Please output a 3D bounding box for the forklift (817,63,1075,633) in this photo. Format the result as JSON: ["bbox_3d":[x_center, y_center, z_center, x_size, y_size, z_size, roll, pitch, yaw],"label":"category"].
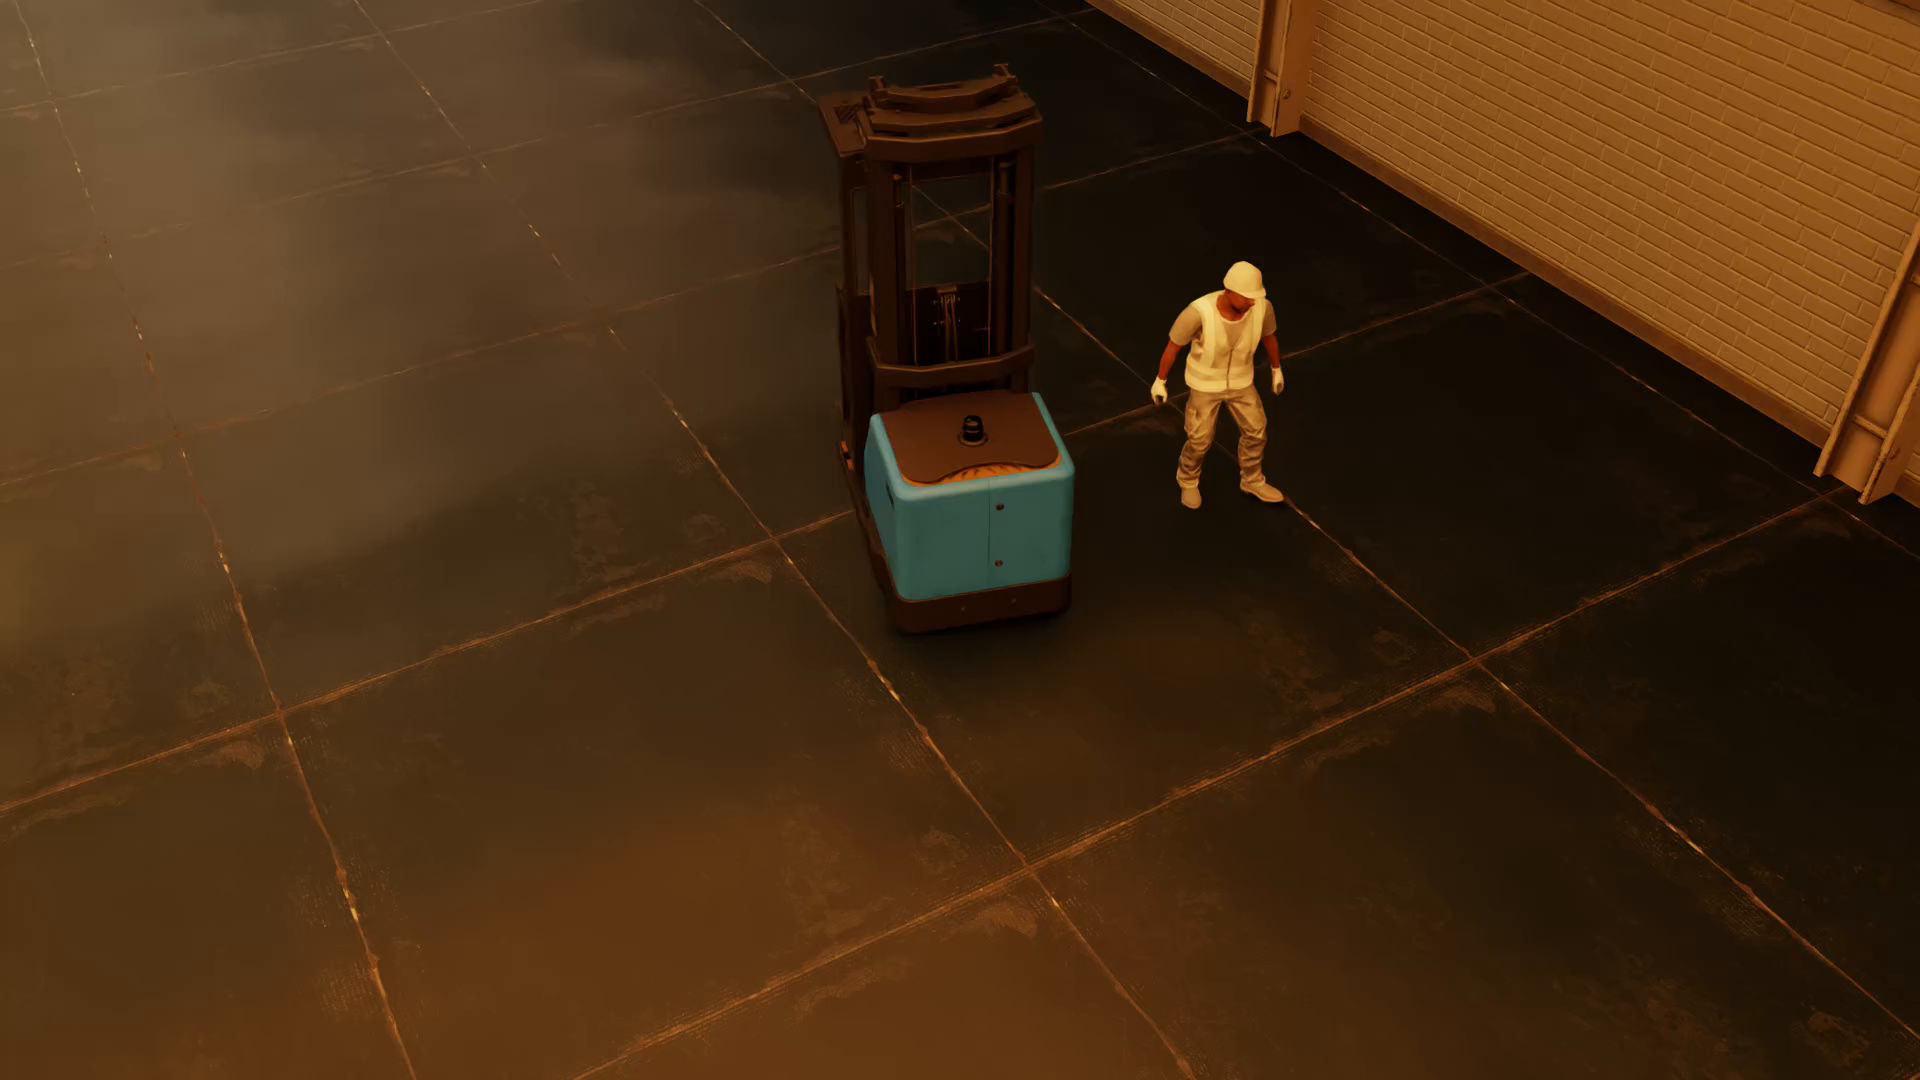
[{"bbox_3d":[-0.189,-1.540,9.893,1.130,2.935,3.031,-9,40,-10],"label":"forklift"}]

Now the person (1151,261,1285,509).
[{"bbox_3d":[1.613,-0.941,10.100,0.866,1.746,0.438,-9,40,-10],"label":"person"}]
